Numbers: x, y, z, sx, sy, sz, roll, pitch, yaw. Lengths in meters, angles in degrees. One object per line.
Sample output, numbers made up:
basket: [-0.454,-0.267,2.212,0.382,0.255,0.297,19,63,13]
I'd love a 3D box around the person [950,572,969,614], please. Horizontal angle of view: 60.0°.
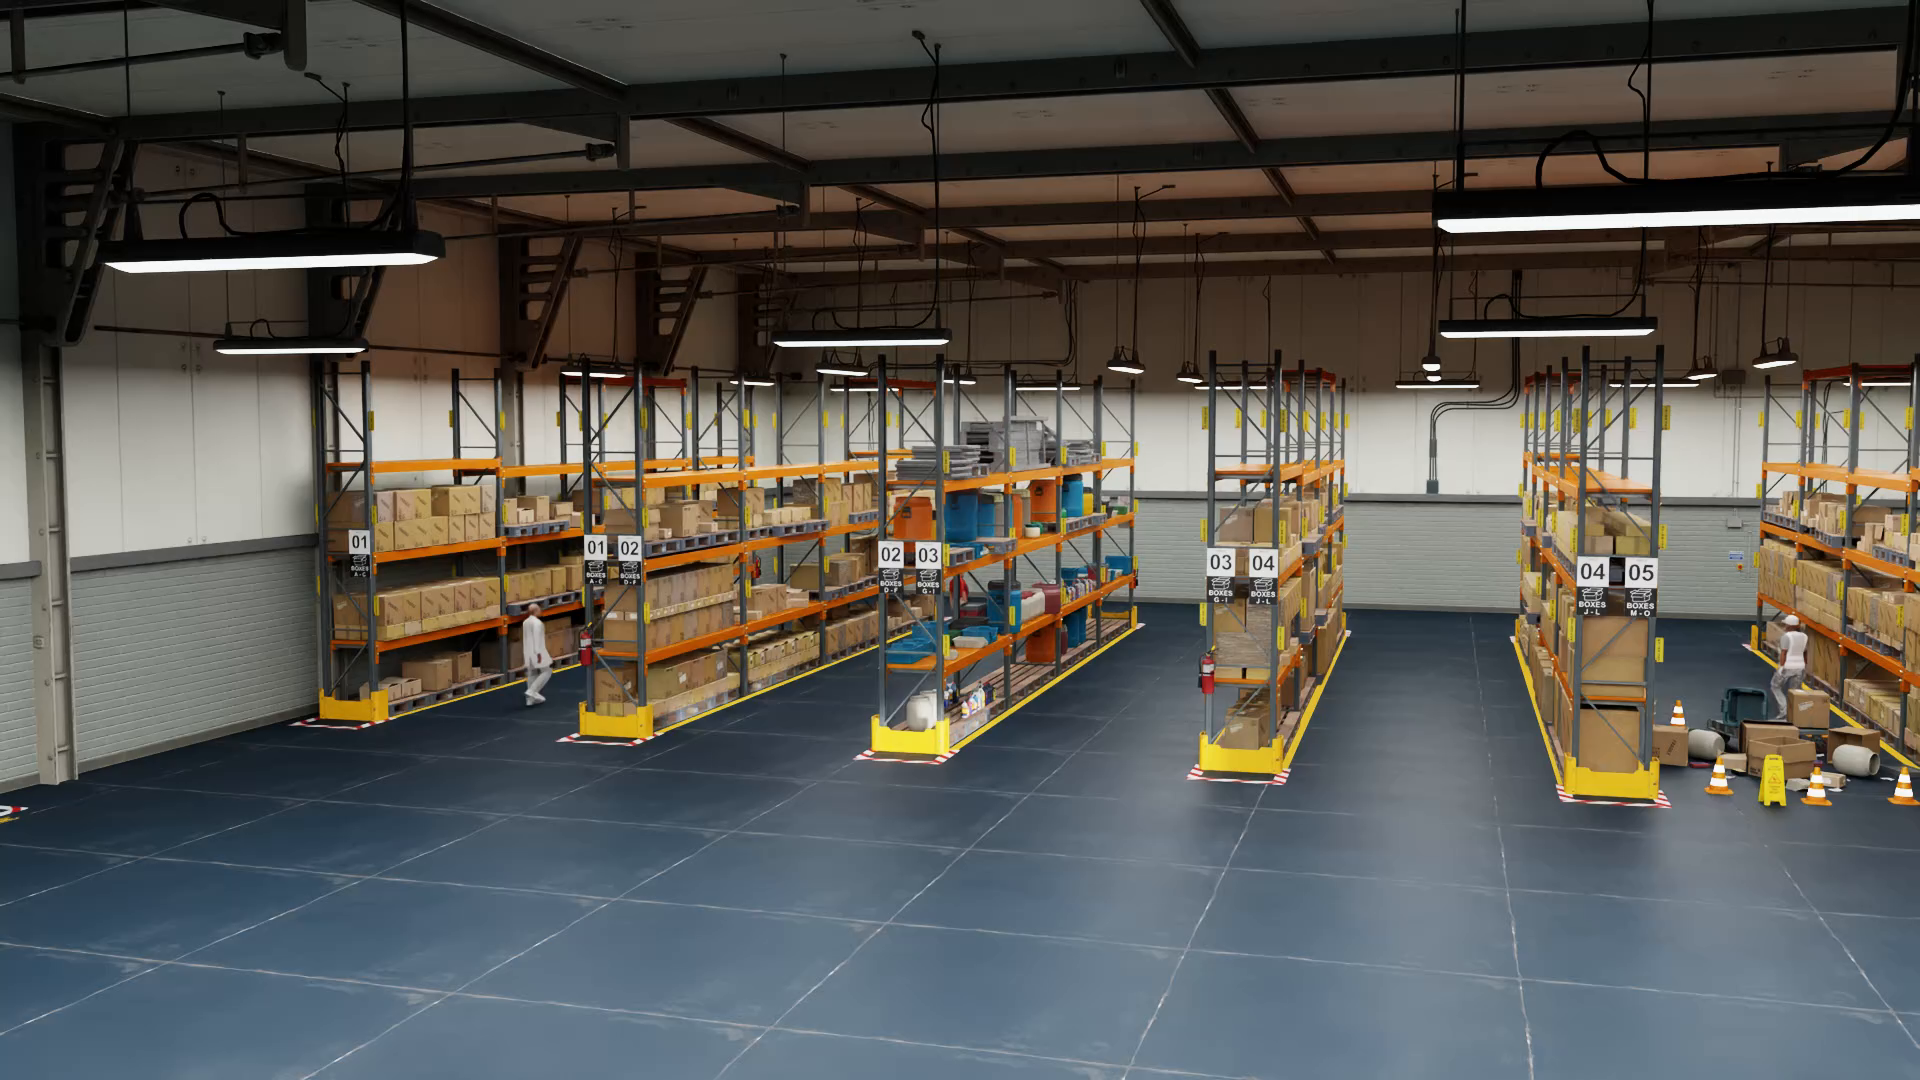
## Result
person: [-0.047,1.473,37.384,0.516,1.726,0.573,-3,5,-36]

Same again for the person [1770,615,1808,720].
person: [13.788,2.139,27.600,0.594,1.785,0.427,-1,4,-11]

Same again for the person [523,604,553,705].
person: [-7.524,2.015,29.361,0.625,1.769,0.533,2,5,29]
